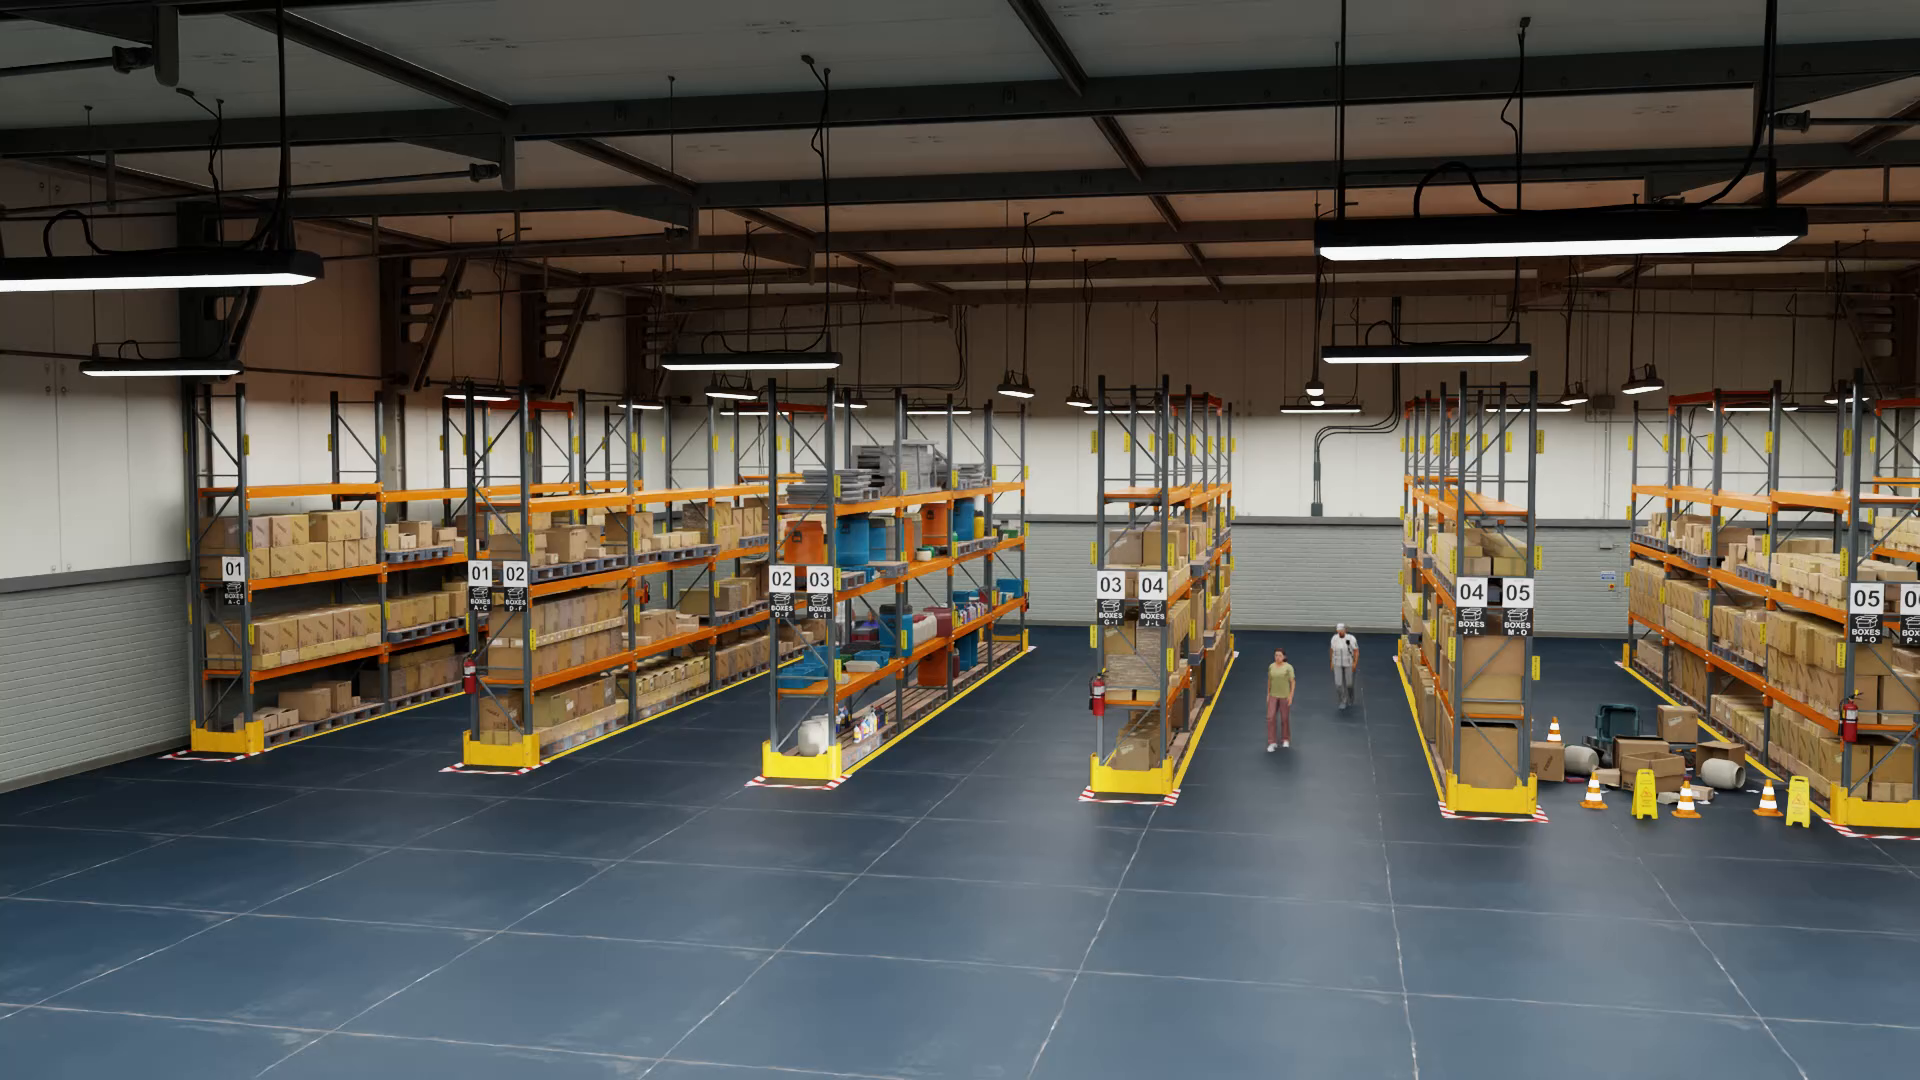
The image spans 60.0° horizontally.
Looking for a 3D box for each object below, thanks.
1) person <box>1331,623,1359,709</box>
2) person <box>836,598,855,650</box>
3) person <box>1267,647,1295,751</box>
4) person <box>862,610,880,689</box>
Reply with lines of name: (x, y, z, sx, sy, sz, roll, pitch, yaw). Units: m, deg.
person: (7.334, 2.379, 31.694, 0.539, 1.642, 0.640, 1, 4, 24)
person: (-2.763, 1.915, 38.735, 0.560, 1.726, 1.094, 1, 3, 10)
person: (5.260, 2.610, 27.369, 0.503, 1.697, 0.619, 2, 4, 31)
person: (-1.792, 2.243, 34.299, 0.540, 1.626, 0.554, 0, 3, 8)
